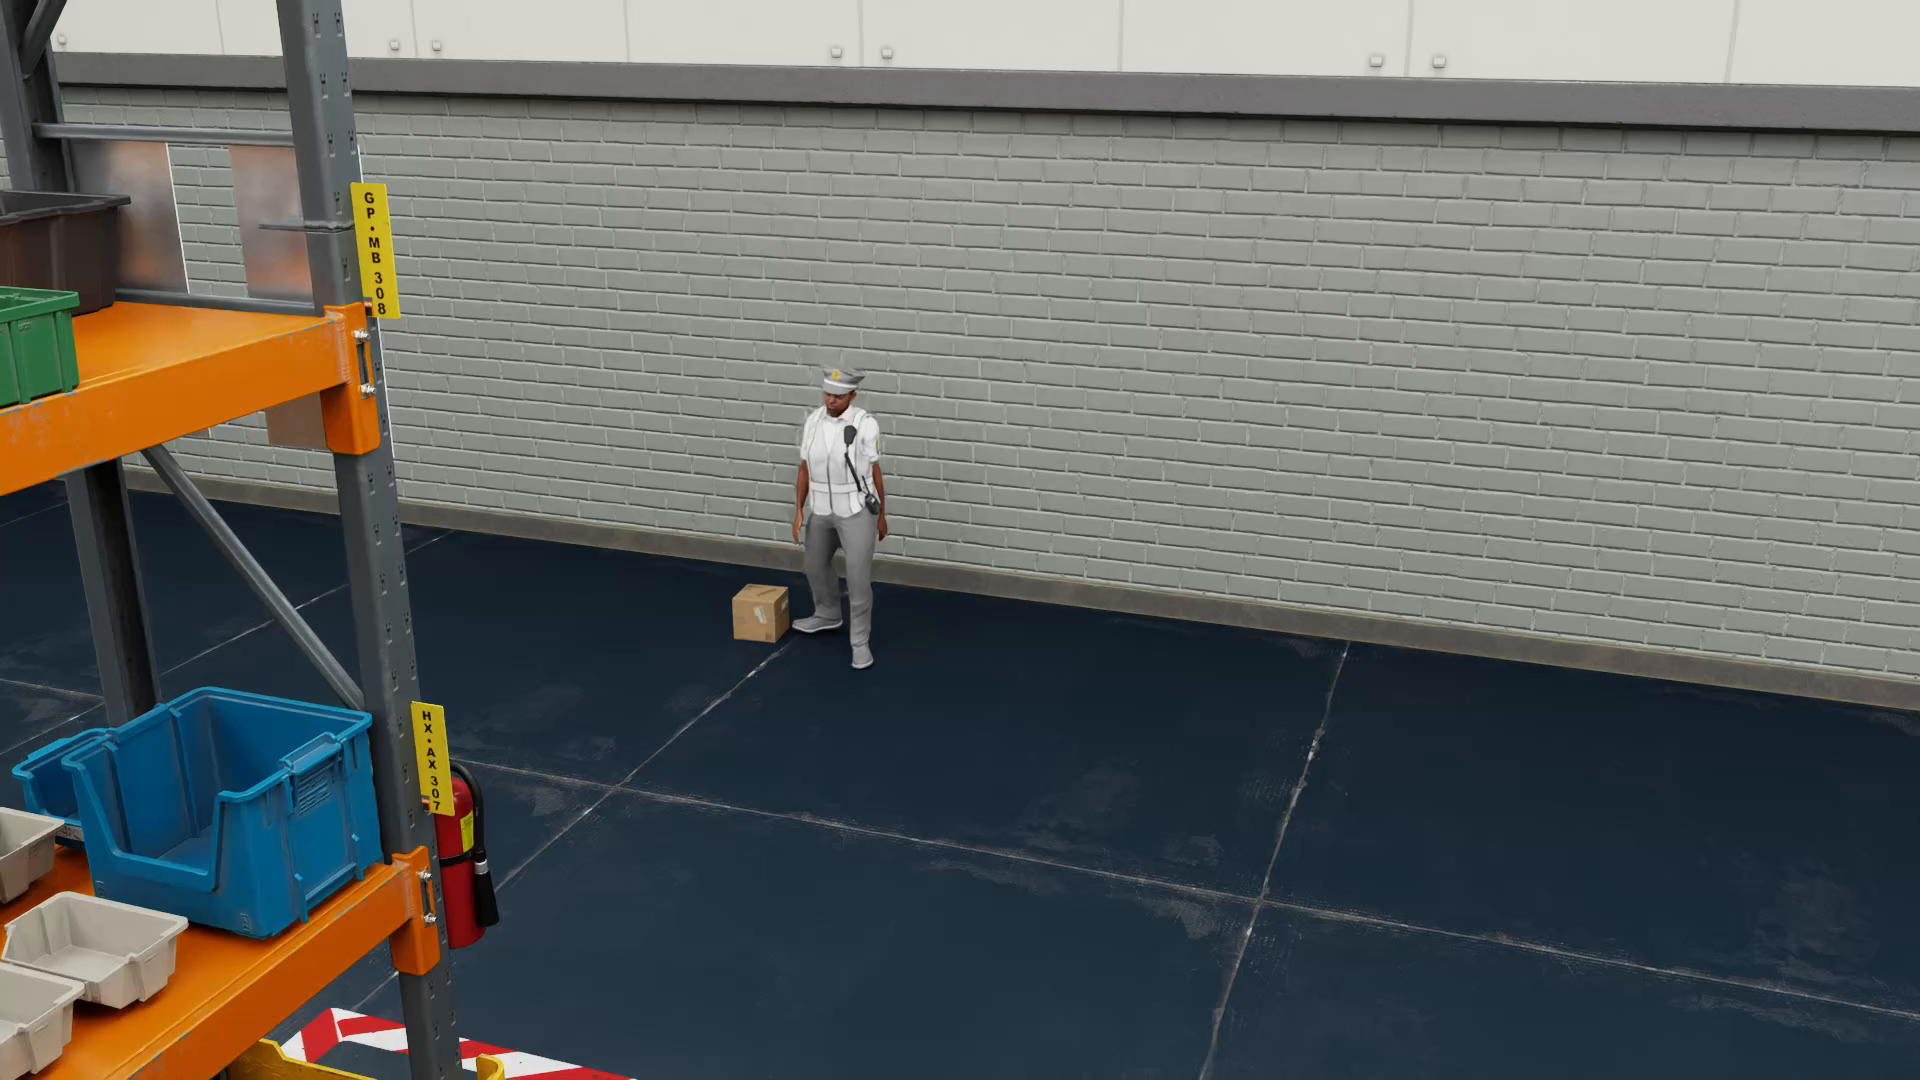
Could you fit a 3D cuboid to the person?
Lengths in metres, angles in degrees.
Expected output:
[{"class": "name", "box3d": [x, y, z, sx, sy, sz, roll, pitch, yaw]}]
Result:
[{"class": "person", "box3d": [-0.705, -0.169, 9.045, 0.676, 1.670, 0.491, 9, 21, 24]}]
